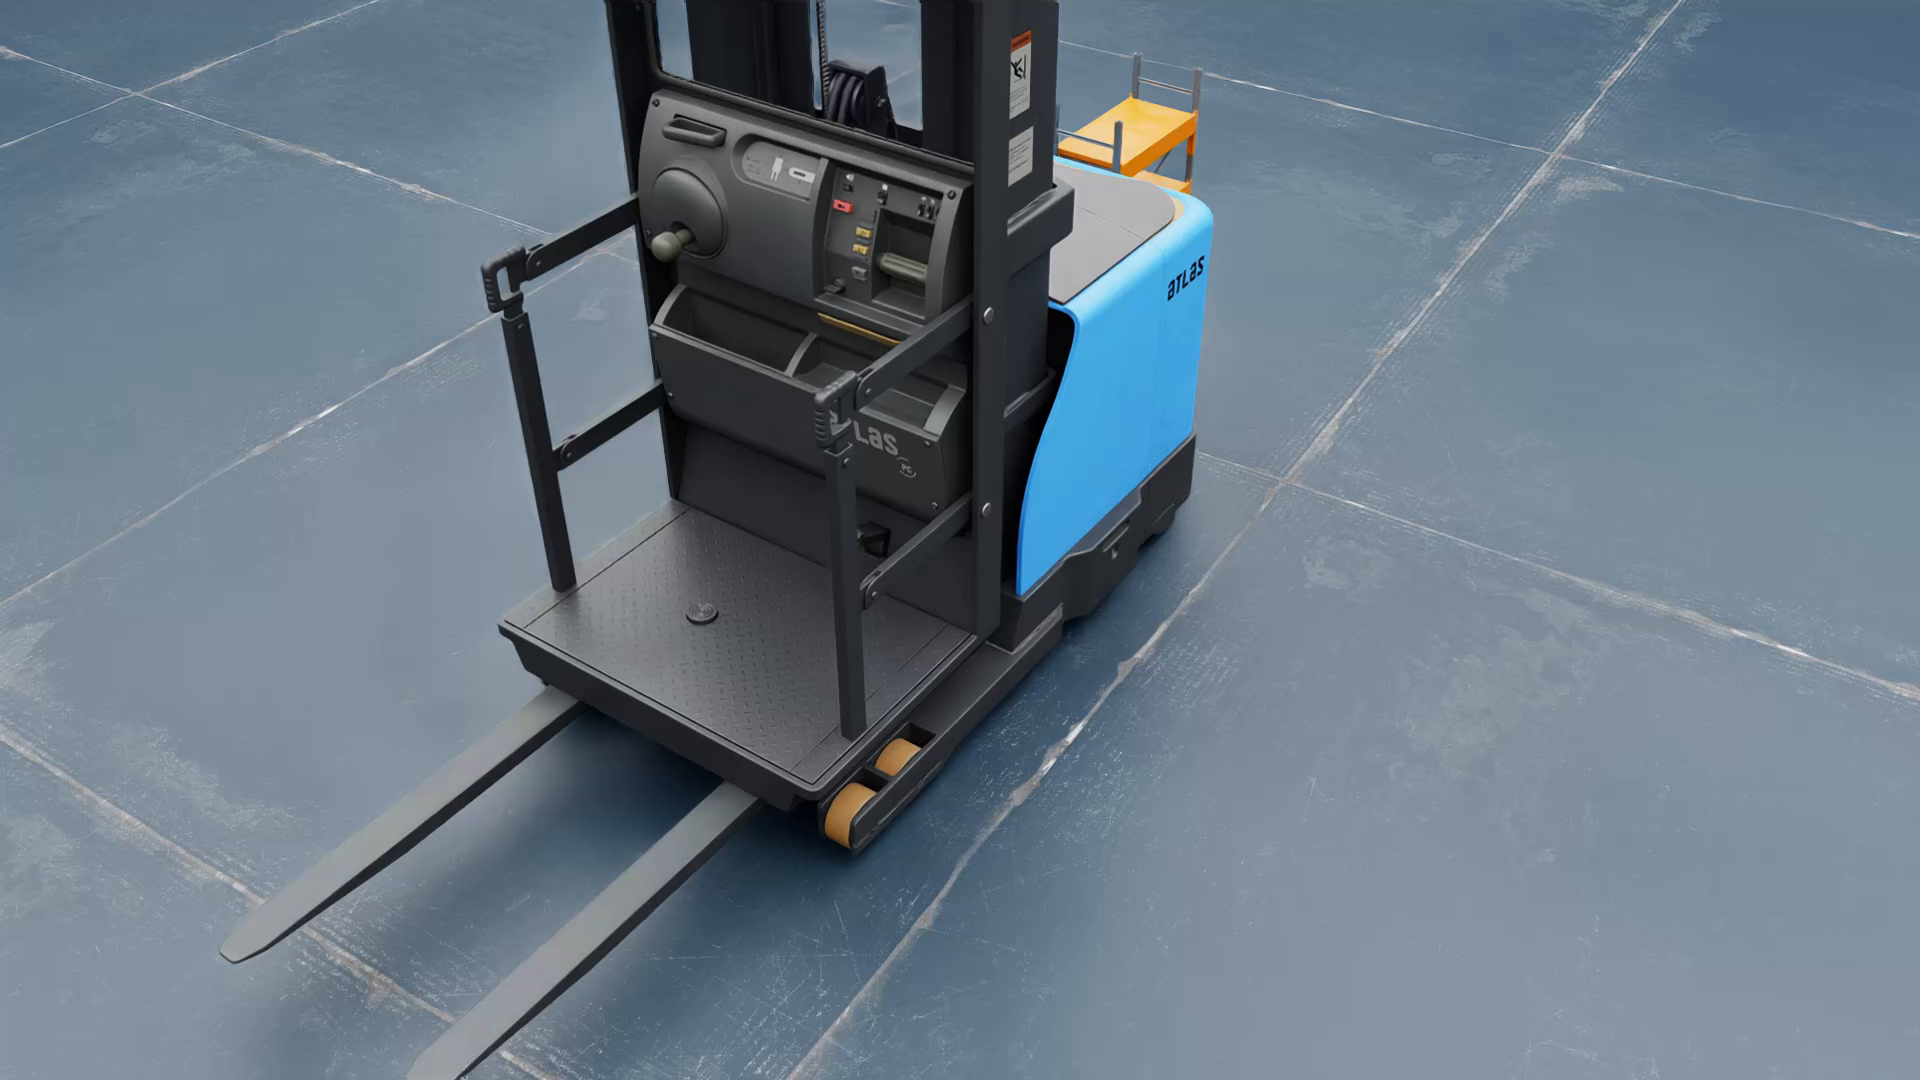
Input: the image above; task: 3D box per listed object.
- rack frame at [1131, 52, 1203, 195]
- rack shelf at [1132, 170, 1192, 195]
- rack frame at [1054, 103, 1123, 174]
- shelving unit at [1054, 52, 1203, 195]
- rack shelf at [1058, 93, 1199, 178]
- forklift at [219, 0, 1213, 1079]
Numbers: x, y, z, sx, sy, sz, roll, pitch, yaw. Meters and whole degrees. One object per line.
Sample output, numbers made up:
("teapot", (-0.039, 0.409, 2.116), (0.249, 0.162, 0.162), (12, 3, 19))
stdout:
("rack frame", (0.656, -1.035, 5.610), (0.240, 1.200, 0.015), (23, 43, 27))
("rack shelf", (0.516, -1.036, 5.355), (0.258, 0.148, 0.480), (23, 43, 27))
("rack frame", (0.377, -0.790, 5.292), (0.240, 1.200, 0.015), (23, 43, 27))
("shelving unit", (0.516, -0.912, 5.451), (0.258, 1.200, 0.503), (23, 43, 27))
("rack shelf", (0.516, -1.224, 5.211), (0.258, 0.148, 0.480), (23, 43, 27))
("forklift", (-0.513, -0.711, 3.772), (1.130, 2.935, 3.031), (23, 43, 27))
